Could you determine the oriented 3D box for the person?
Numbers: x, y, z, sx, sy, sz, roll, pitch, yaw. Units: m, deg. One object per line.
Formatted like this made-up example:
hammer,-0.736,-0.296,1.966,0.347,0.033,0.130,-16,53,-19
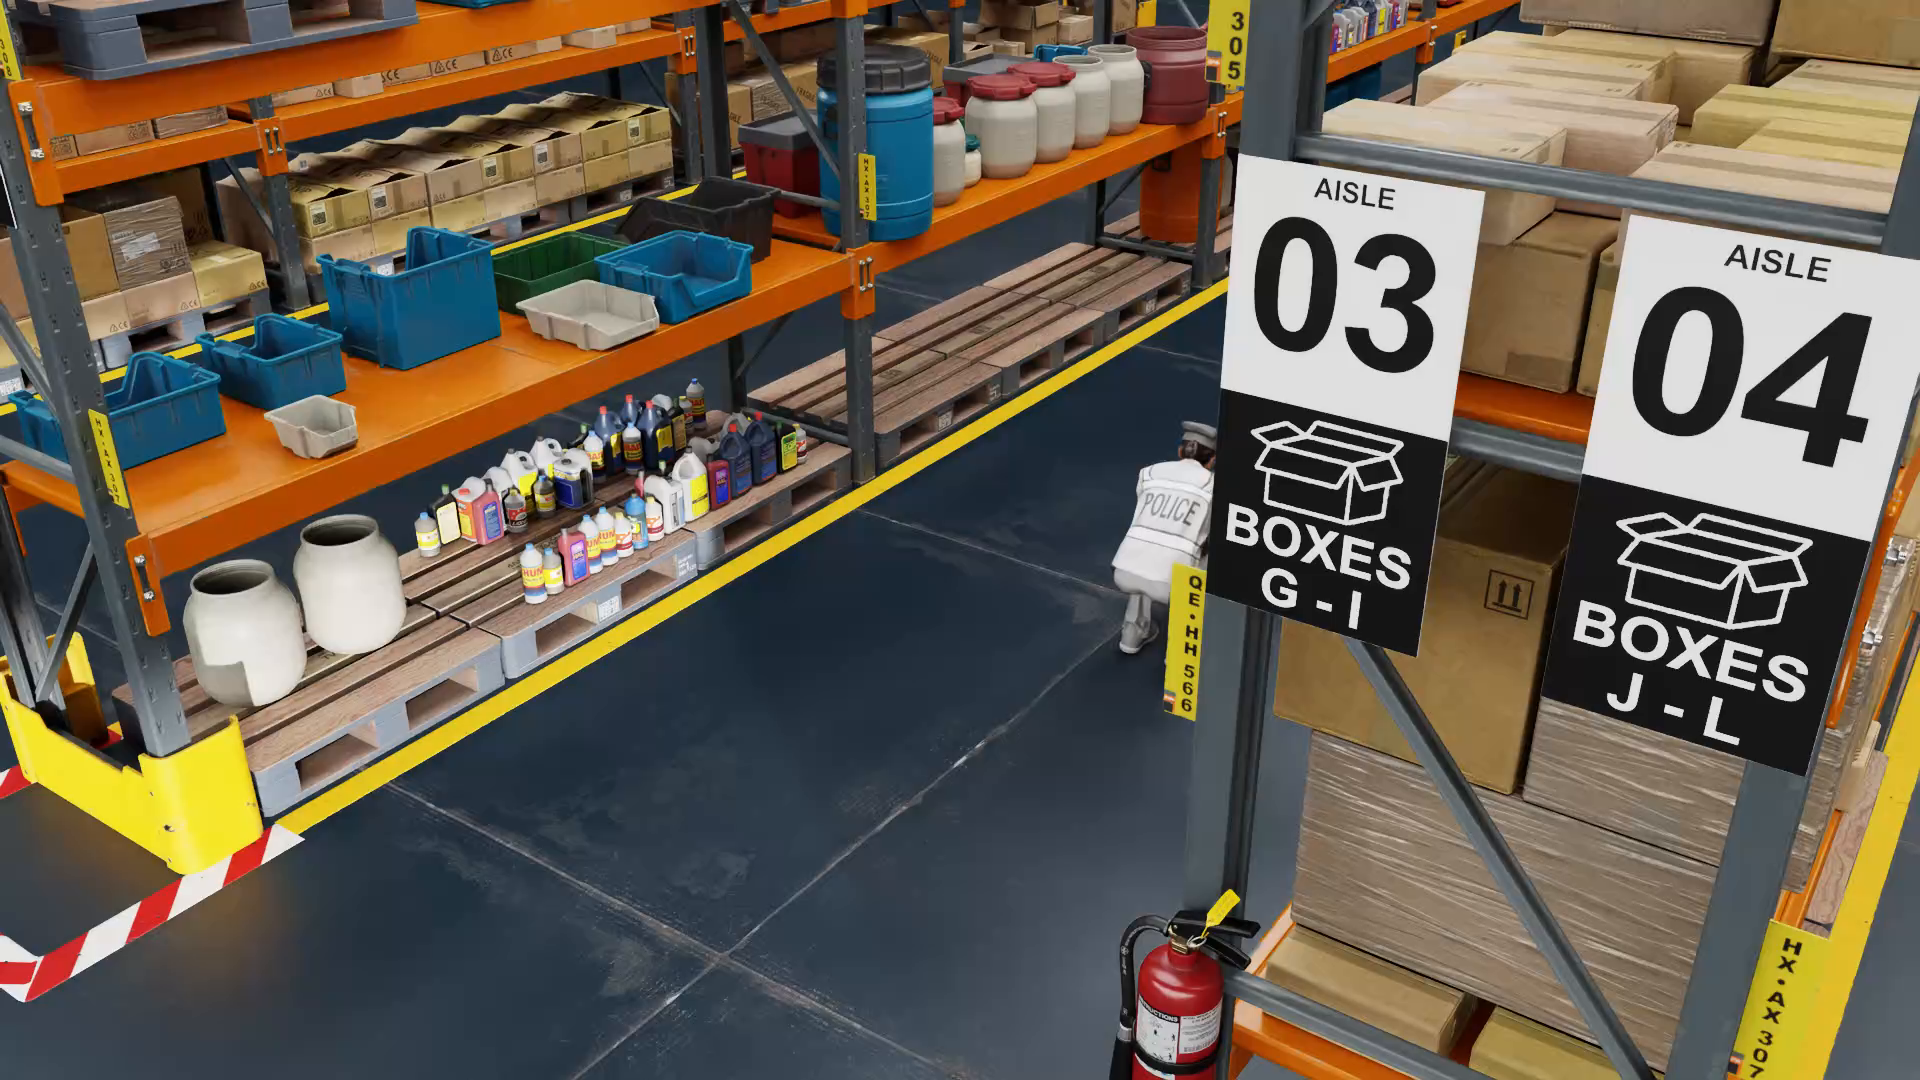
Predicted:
person,0.960,0.011,7.362,0.492,0.975,0.820,17,32,30
